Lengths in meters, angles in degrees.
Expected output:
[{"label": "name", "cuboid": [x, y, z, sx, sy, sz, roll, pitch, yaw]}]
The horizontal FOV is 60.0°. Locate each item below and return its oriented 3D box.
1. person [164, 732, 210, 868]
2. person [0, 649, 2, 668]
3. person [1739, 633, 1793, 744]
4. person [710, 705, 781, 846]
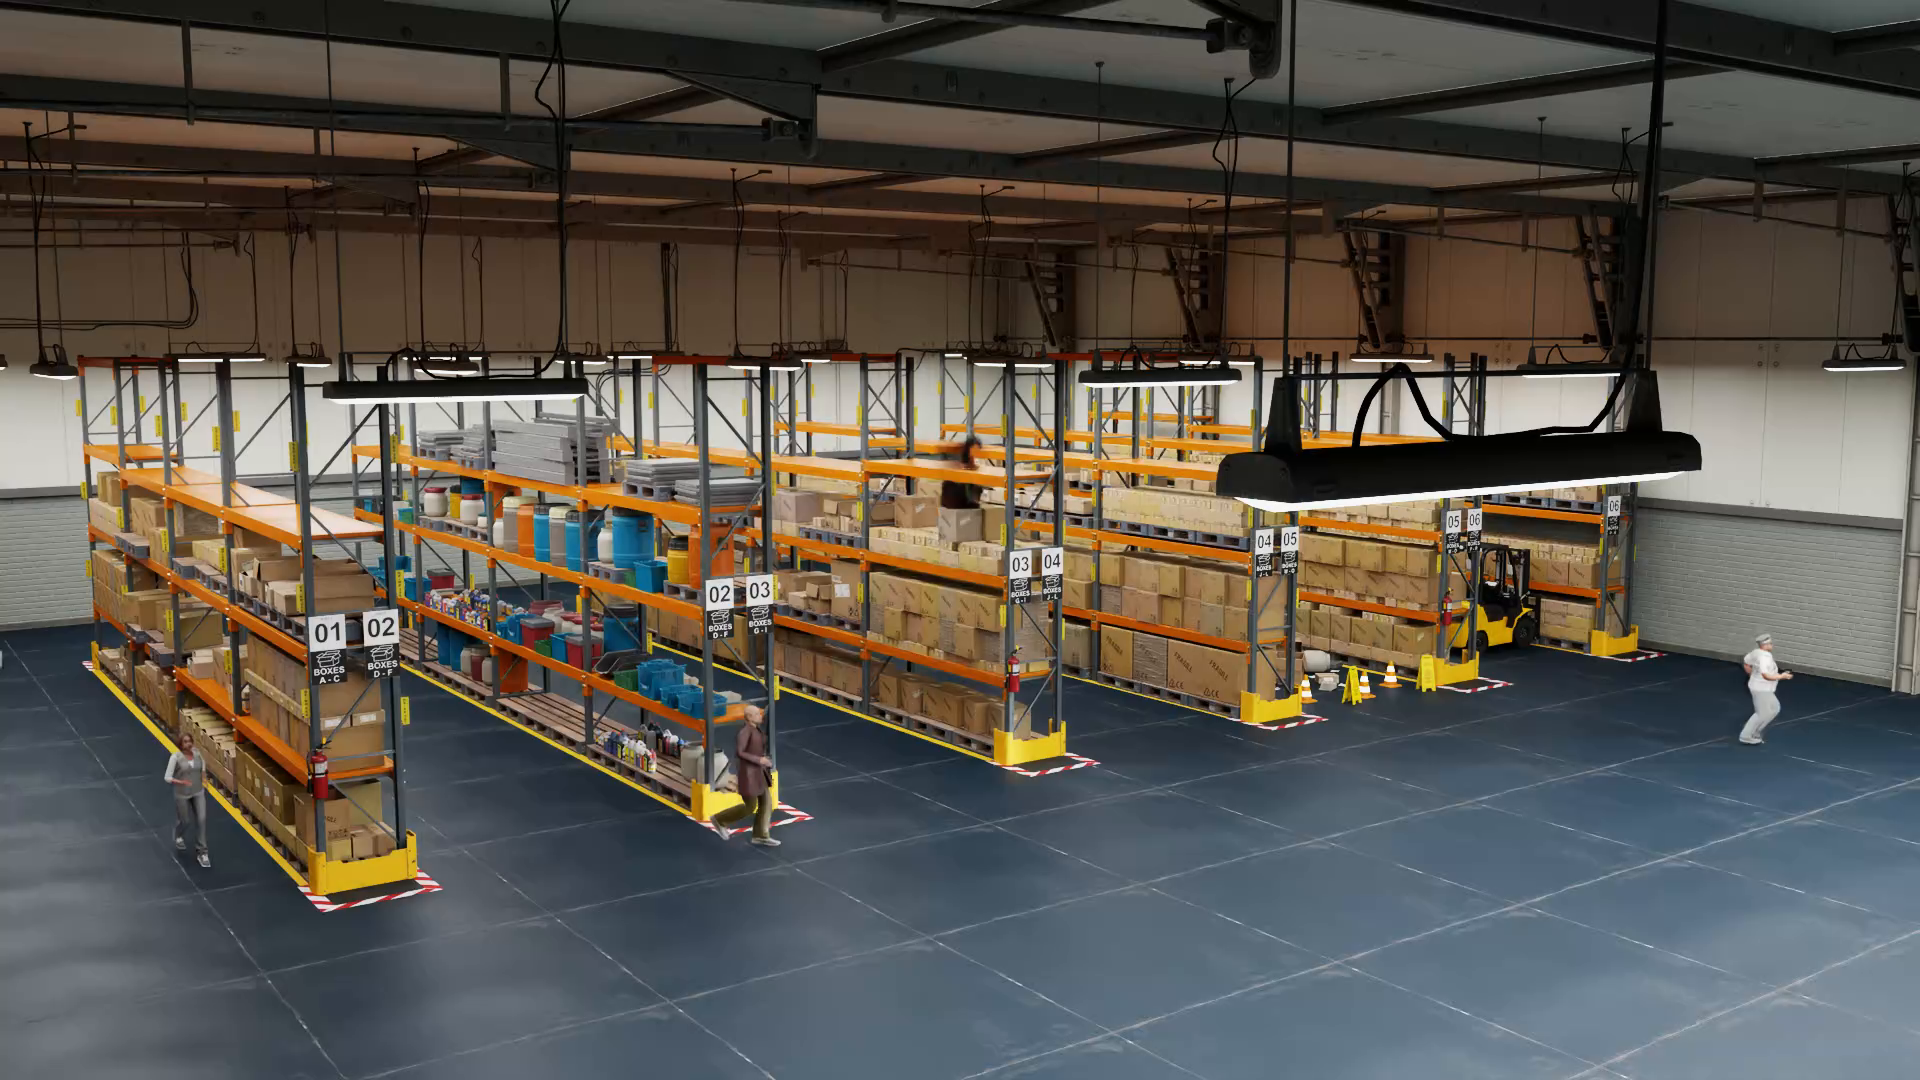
[{"label": "person", "cuboid": [-9.337, 3.100, 20.118, 0.538, 1.605, 0.877, -7, 10, -44]}, {"label": "person", "cuboid": [-15.882, 2.213, 26.980, 0.789, 1.744, 0.712, 7, 10, 43]}, {"label": "person", "cuboid": [12.551, 2.334, 25.896, 0.706, 1.781, 0.630, 2, 7, 16]}, {"label": "person", "cuboid": [-2.669, 2.945, 20.868, 0.881, 1.763, 0.724, 1, 7, 9]}]
